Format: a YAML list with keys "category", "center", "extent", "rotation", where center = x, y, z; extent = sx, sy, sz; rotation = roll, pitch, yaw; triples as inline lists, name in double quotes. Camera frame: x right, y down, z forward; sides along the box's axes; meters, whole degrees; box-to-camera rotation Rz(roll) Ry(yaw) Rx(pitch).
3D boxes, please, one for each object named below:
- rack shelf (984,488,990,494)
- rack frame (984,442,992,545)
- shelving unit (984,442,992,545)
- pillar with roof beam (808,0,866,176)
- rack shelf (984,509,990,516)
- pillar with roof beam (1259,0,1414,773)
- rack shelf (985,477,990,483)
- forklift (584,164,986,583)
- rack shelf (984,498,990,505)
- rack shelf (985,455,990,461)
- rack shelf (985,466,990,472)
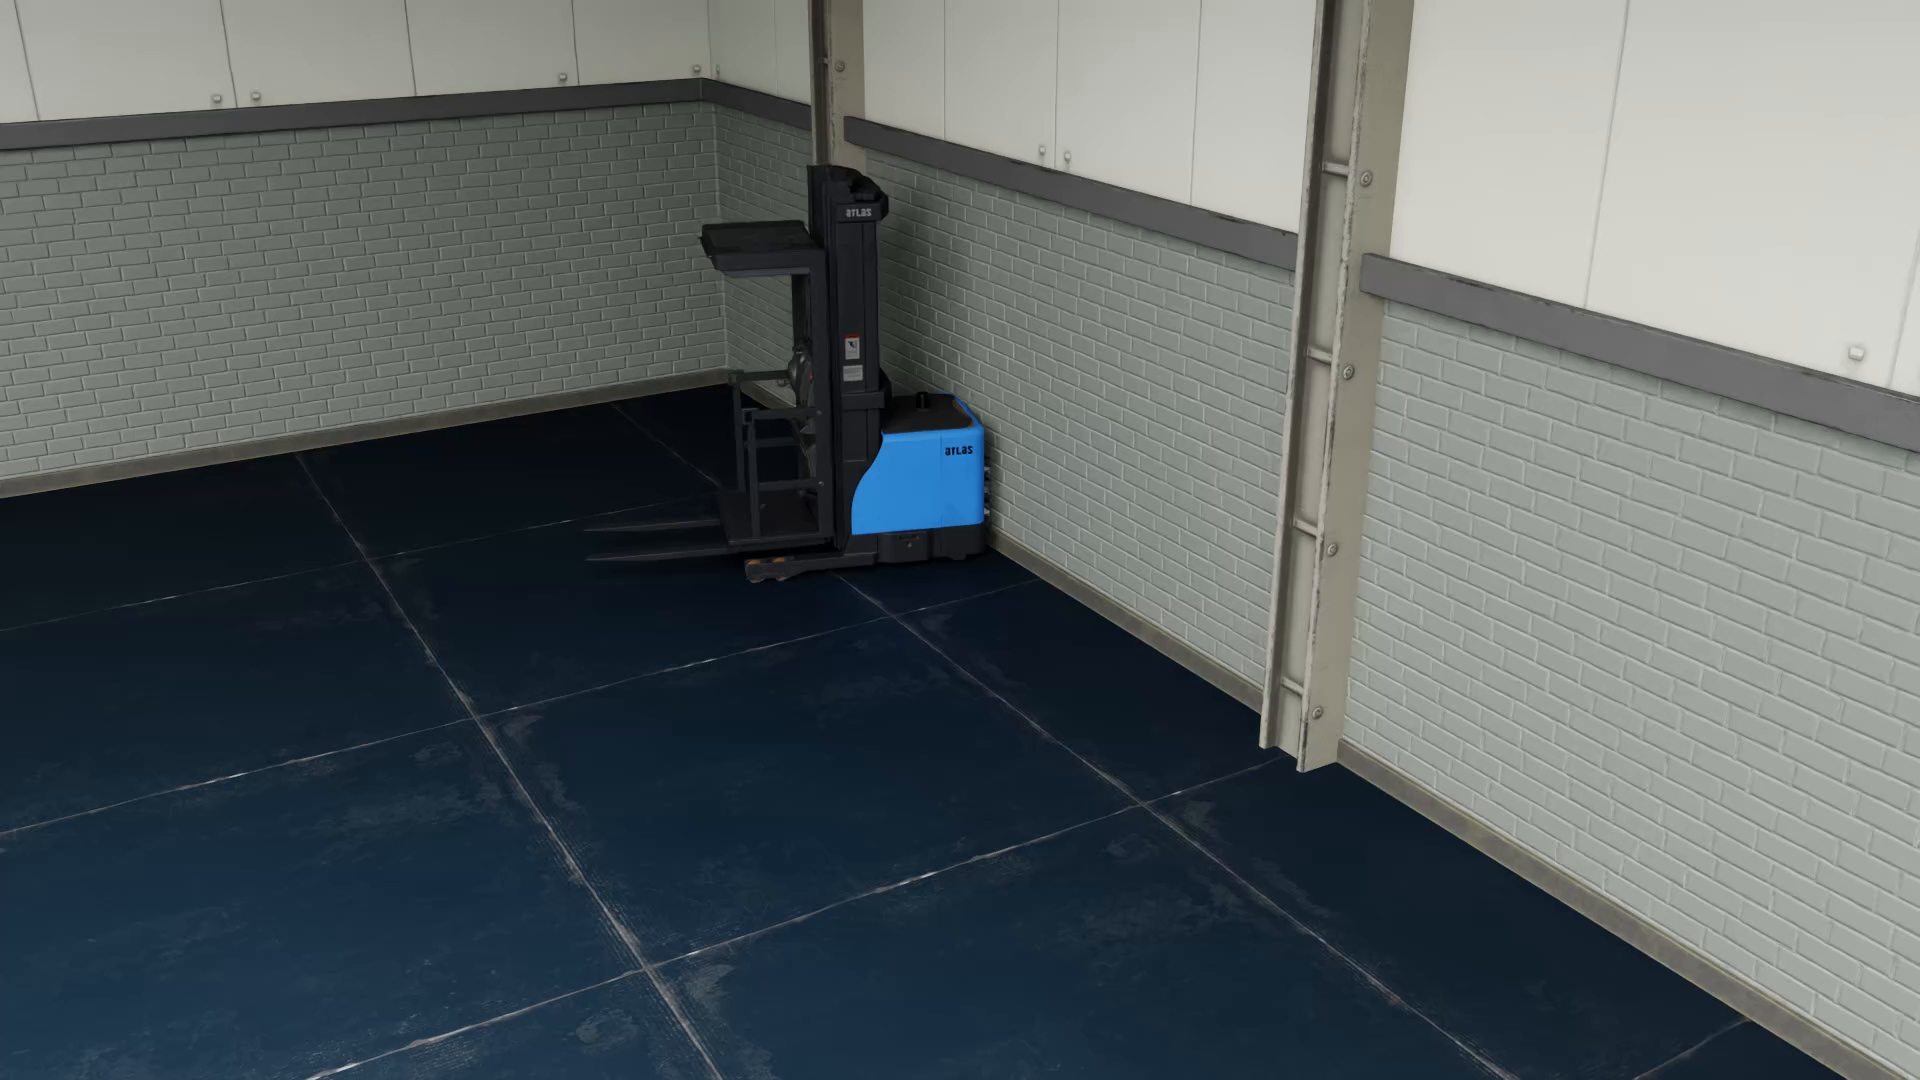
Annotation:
- category: "rack shelf"
  center: [0.097, -0.367, 13.072]
  extent: [0.258, 0.077, 0.200]
  rotation: [-12, 22, -31]
- category: "rack frame"
  center: [0.152, -0.371, 12.980]
  extent: [0.240, 0.900, 0.006]
  rotation: [-12, 22, -31]
- category: "shelving unit"
  center: [0.096, -0.398, 13.061]
  extent: [0.258, 0.900, 0.210]
  rotation: [-12, 22, -31]
- category: "pillar with roof beam"
  center: [-4.705, -3.993, 11.151]
  extent: [9.100, 9.000, 0.400]
  rotation: [-13, 25, -28]
- category: "rack shelf"
  center: [0.098, -0.197, 13.131]
  extent: [0.258, 0.077, 0.200]
  rotation: [-12, 22, -31]
- category: "pillar with roof beam"
  center: [-1.640, -2.050, 6.372]
  extent: [9.100, 9.000, 0.400]
  rotation: [-13, 25, -28]
- category: "rack shelf"
  center: [0.096, -0.452, 13.042]
  extent: [0.258, 0.077, 0.200]
  rotation: [-12, 22, -31]
- category: "forklift"
  center: [-1.372, -1.256, 12.477]
  extent: [3.031, 2.935, 1.130]
  rotation: [-5, 23, -12]
- category: "rack shelf"
  center: [0.097, -0.282, 13.101]
  extent: [0.258, 0.077, 0.200]
  rotation: [-12, 22, -31]
- category: "rack shelf"
  center: [0.095, -0.622, 12.984]
  extent: [0.258, 0.077, 0.200]
  rotation: [-12, 22, -31]
- category: "rack shelf"
  center: [0.096, -0.537, 13.013]
  extent: [0.258, 0.077, 0.200]
  rotation: [-12, 22, -31]
